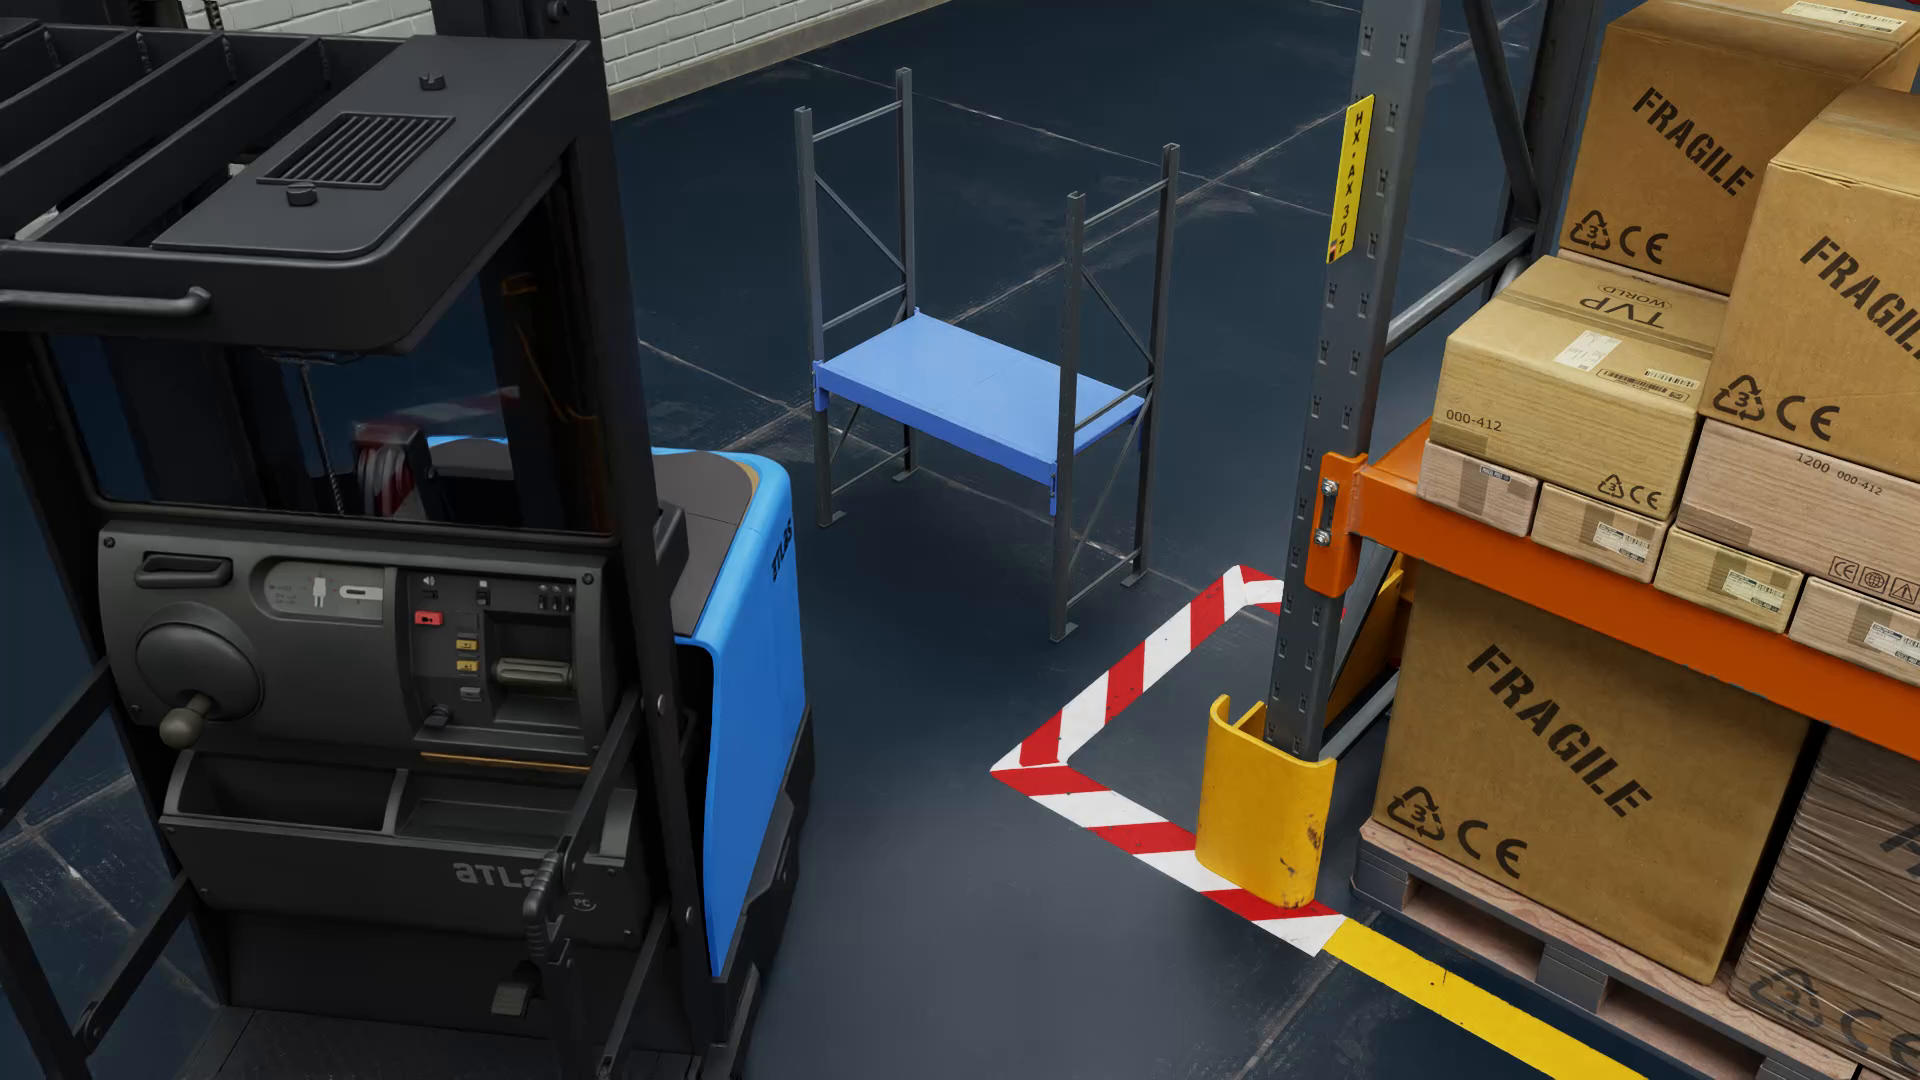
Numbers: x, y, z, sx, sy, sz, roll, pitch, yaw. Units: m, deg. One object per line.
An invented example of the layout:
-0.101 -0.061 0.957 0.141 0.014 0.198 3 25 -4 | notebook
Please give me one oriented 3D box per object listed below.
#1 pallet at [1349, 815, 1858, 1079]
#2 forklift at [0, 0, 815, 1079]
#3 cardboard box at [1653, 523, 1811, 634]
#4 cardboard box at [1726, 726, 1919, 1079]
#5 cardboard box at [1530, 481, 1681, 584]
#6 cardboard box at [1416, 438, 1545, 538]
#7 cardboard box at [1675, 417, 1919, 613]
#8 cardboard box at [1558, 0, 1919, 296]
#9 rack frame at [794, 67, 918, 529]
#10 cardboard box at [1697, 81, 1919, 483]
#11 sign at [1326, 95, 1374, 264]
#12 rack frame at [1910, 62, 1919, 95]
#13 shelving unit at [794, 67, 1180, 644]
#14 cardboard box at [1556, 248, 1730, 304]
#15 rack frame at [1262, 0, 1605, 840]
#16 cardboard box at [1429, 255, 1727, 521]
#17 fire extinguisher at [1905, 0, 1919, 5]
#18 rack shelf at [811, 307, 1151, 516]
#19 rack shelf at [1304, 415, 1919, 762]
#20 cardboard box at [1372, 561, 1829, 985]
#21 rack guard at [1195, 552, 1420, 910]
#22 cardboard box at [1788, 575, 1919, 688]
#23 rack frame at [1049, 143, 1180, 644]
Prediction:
1.799 0.842 4.338 1.213 0.211 1.003 25 42 32 | pallet
-1.108 0.256 2.788 1.130 2.935 3.031 4 35 6 | forklift
1.591 -0.003 3.326 0.250 0.149 0.380 24 41 31 | cardboard box
2.377 0.666 3.637 0.875 0.875 0.875 25 42 32 | cardboard box
1.394 -0.095 3.461 0.250 0.149 0.380 25 41 31 | cardboard box
1.196 -0.188 3.596 0.250 0.149 0.380 26 42 32 | cardboard box
1.734 -0.147 3.185 0.500 0.250 0.500 25 41 31 | cardboard box
1.677 -0.871 3.576 0.500 0.500 0.500 26 42 32 | cardboard box
-0.325 -0.771 5.549 0.032 1.500 0.500 25 42 32 | rack frame
1.715 -0.461 2.979 0.500 0.500 0.500 24 41 31 | cardboard box
0.775 -0.714 3.305 0.005 0.325 0.100 25 42 32 | sign
4.386 -2.685 7.010 0.127 3.000 1.000 25 42 32 | rack frame
0.066 -0.587 5.280 1.048 1.500 0.538 25 42 32 | shelving unit
1.677 -0.564 3.792 0.500 0.250 0.500 25 41 31 | cardboard box
1.135 -0.563 3.921 0.127 3.000 1.000 25 42 32 | rack frame
1.331 -0.333 3.455 0.500 0.250 0.500 24 41 31 | cardboard box
4.487 -2.791 7.562 0.183 0.674 0.296 25 42 32 | fire extinguisher
0.066 -0.439 5.382 1.000 0.185 0.538 25 42 32 | rack shelf
2.672 0.458 3.070 4.000 0.370 1.077 25 42 32 | rack shelf
1.678 0.336 4.116 0.875 0.875 0.875 25 42 32 | cardboard box
1.116 0.458 4.641 0.348 0.500 1.175 25 42 32 | rack guard
1.793 0.091 3.190 0.250 0.149 0.380 25 41 31 | cardboard box
0.456 -0.403 5.012 0.032 1.500 0.500 25 42 32 | rack frame
